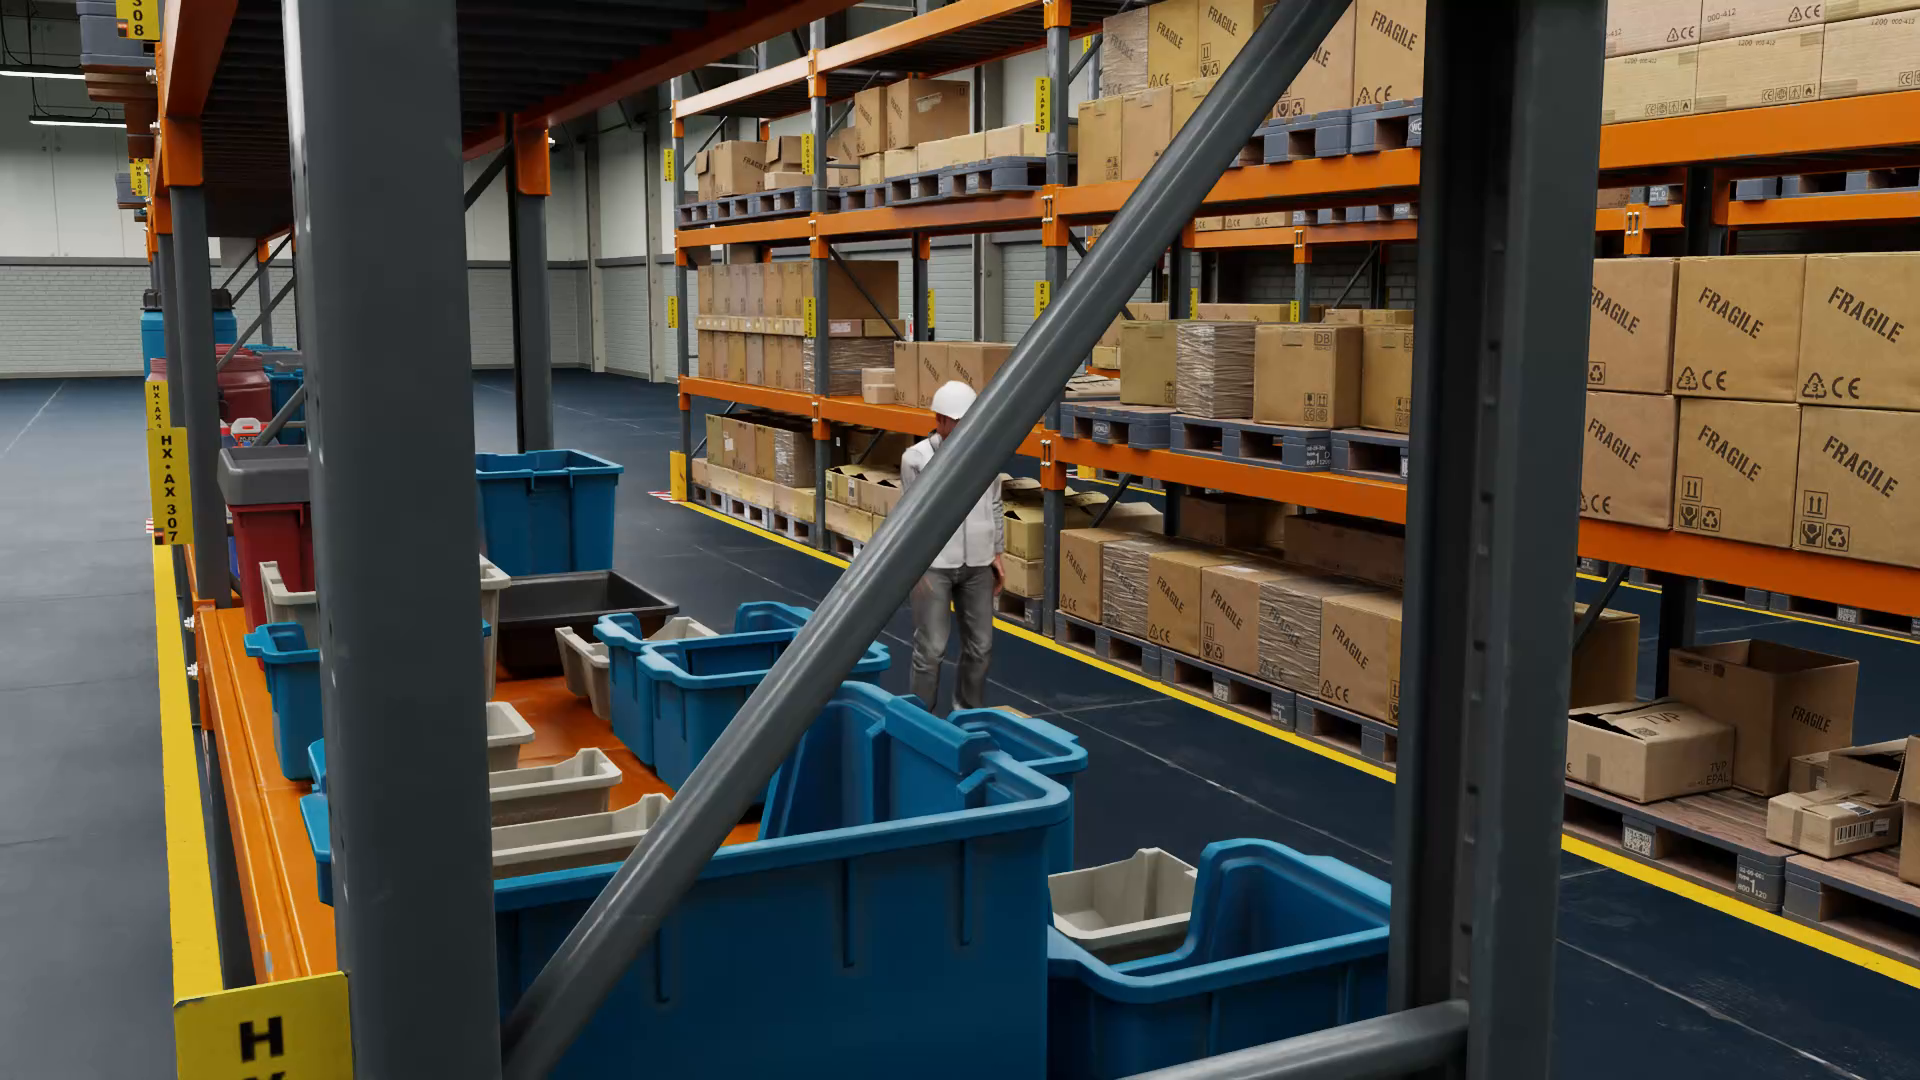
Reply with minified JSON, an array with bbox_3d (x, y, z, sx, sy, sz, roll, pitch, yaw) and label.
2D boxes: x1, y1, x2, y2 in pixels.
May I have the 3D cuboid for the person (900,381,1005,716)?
[{"bbox_3d":[-0.027,0.117,8.009,0.534,1.763,0.357,-4,9,-25],"label":"person"}]
